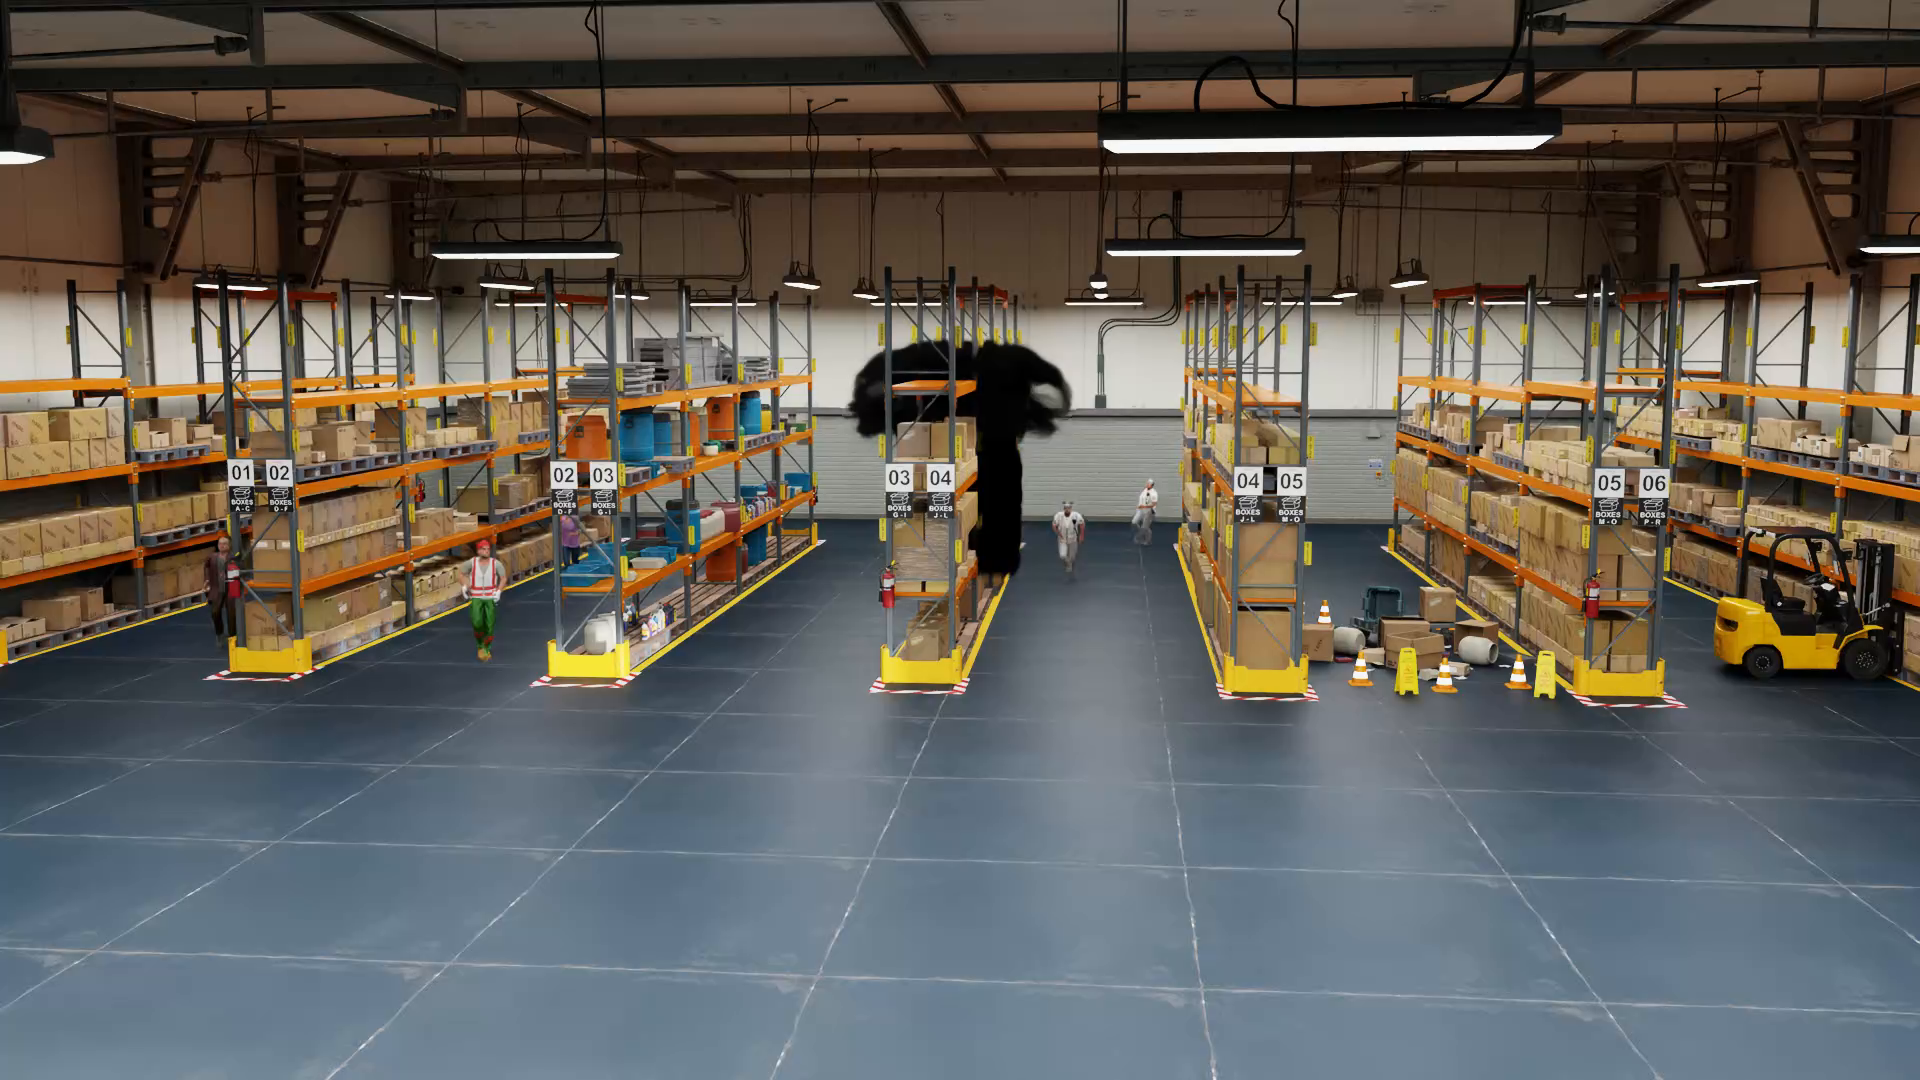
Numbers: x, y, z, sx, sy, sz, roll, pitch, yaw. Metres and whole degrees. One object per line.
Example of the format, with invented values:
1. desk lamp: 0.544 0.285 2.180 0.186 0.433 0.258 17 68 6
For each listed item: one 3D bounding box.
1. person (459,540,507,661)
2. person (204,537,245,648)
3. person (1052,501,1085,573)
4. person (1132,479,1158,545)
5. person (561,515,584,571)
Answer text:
1. person: -6.994 0.886 24.428 0.678 1.786 0.557 -2 7 -16
2. person: -11.956 0.852 27.016 0.680 1.795 0.747 -2 7 -13
3. person: 2.202 -0.056 33.815 0.650 1.547 0.743 1 7 11
4. person: 4.476 -0.668 39.966 0.647 1.605 0.601 -6 9 -41
5. person: -7.280 0.135 31.144 0.525 1.621 0.770 1 7 5
